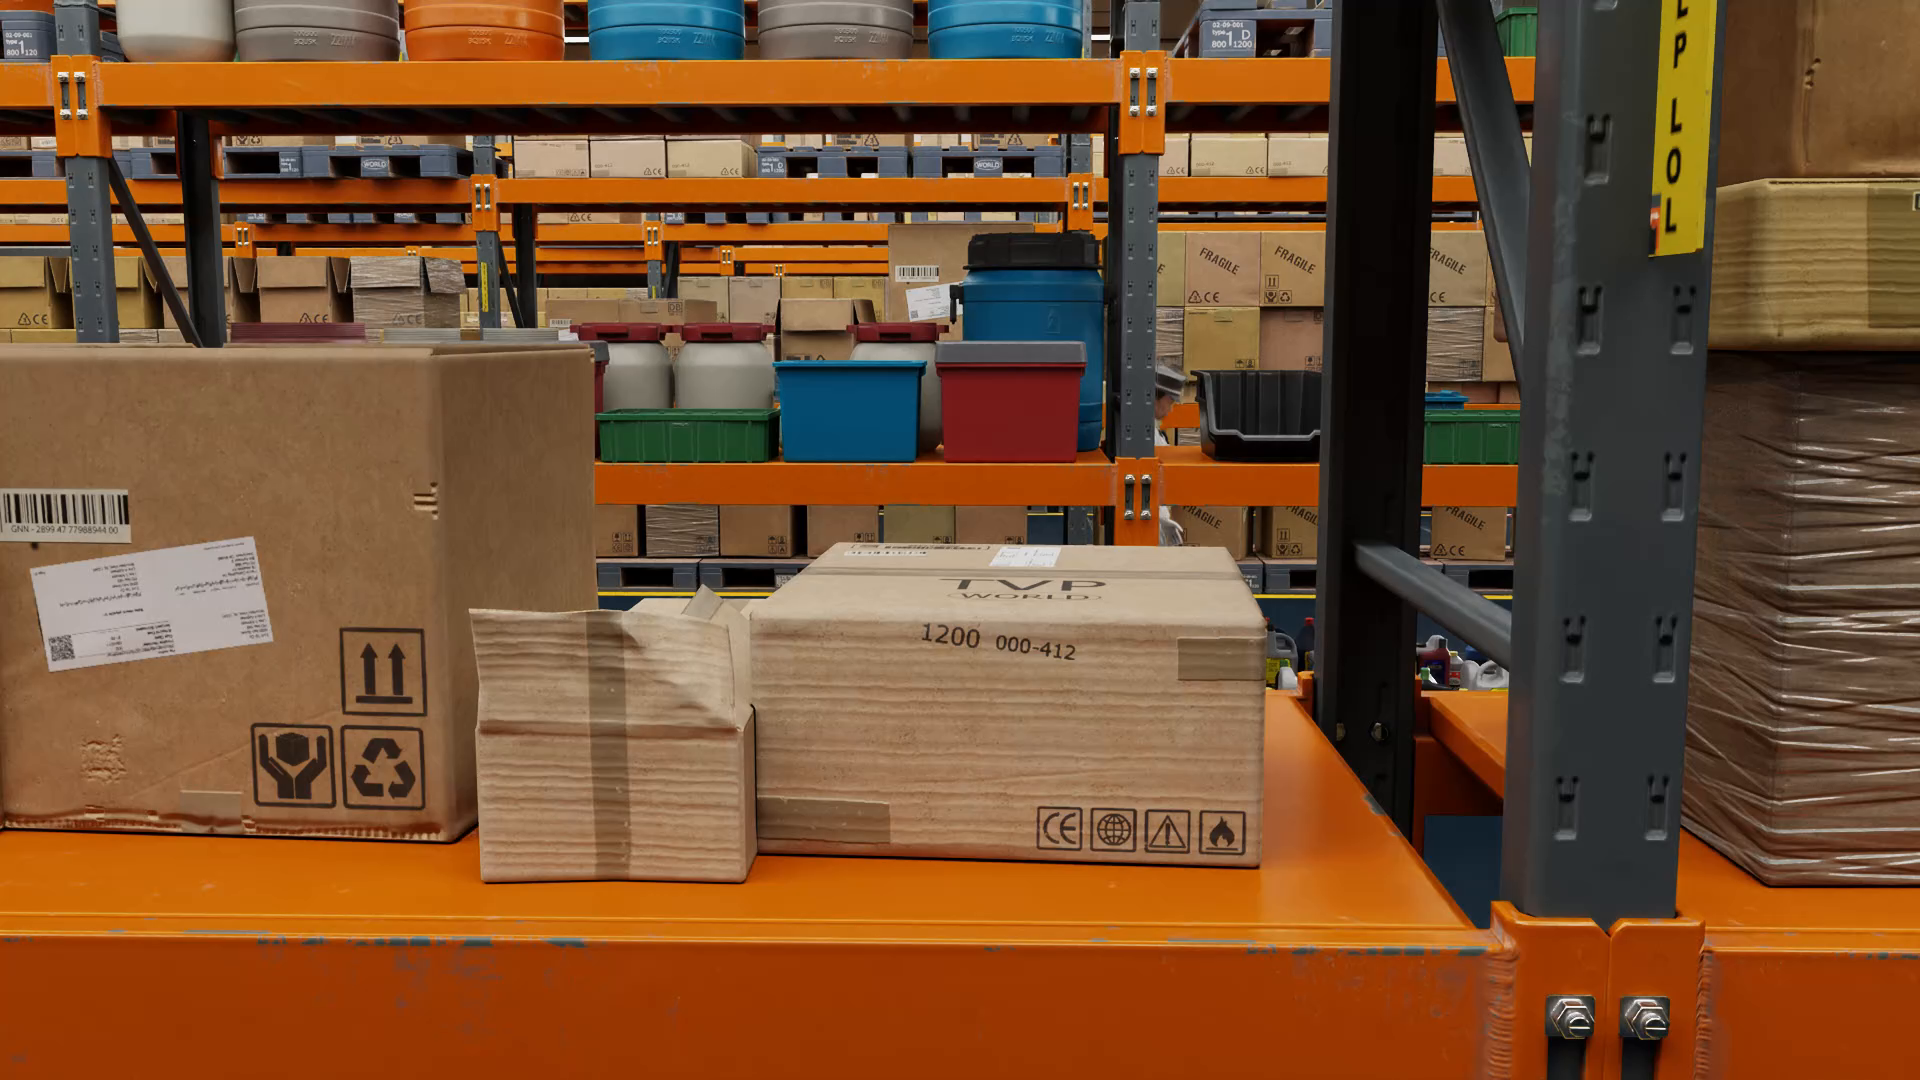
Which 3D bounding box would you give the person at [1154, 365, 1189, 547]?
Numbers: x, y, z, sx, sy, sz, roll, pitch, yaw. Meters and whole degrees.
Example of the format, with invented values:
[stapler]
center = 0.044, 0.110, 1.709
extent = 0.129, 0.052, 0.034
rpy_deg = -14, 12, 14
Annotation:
[person]
center = 0.933, -0.059, 8.376
extent = 0.412, 1.642, 0.492
rpy_deg = 2, 8, 18
